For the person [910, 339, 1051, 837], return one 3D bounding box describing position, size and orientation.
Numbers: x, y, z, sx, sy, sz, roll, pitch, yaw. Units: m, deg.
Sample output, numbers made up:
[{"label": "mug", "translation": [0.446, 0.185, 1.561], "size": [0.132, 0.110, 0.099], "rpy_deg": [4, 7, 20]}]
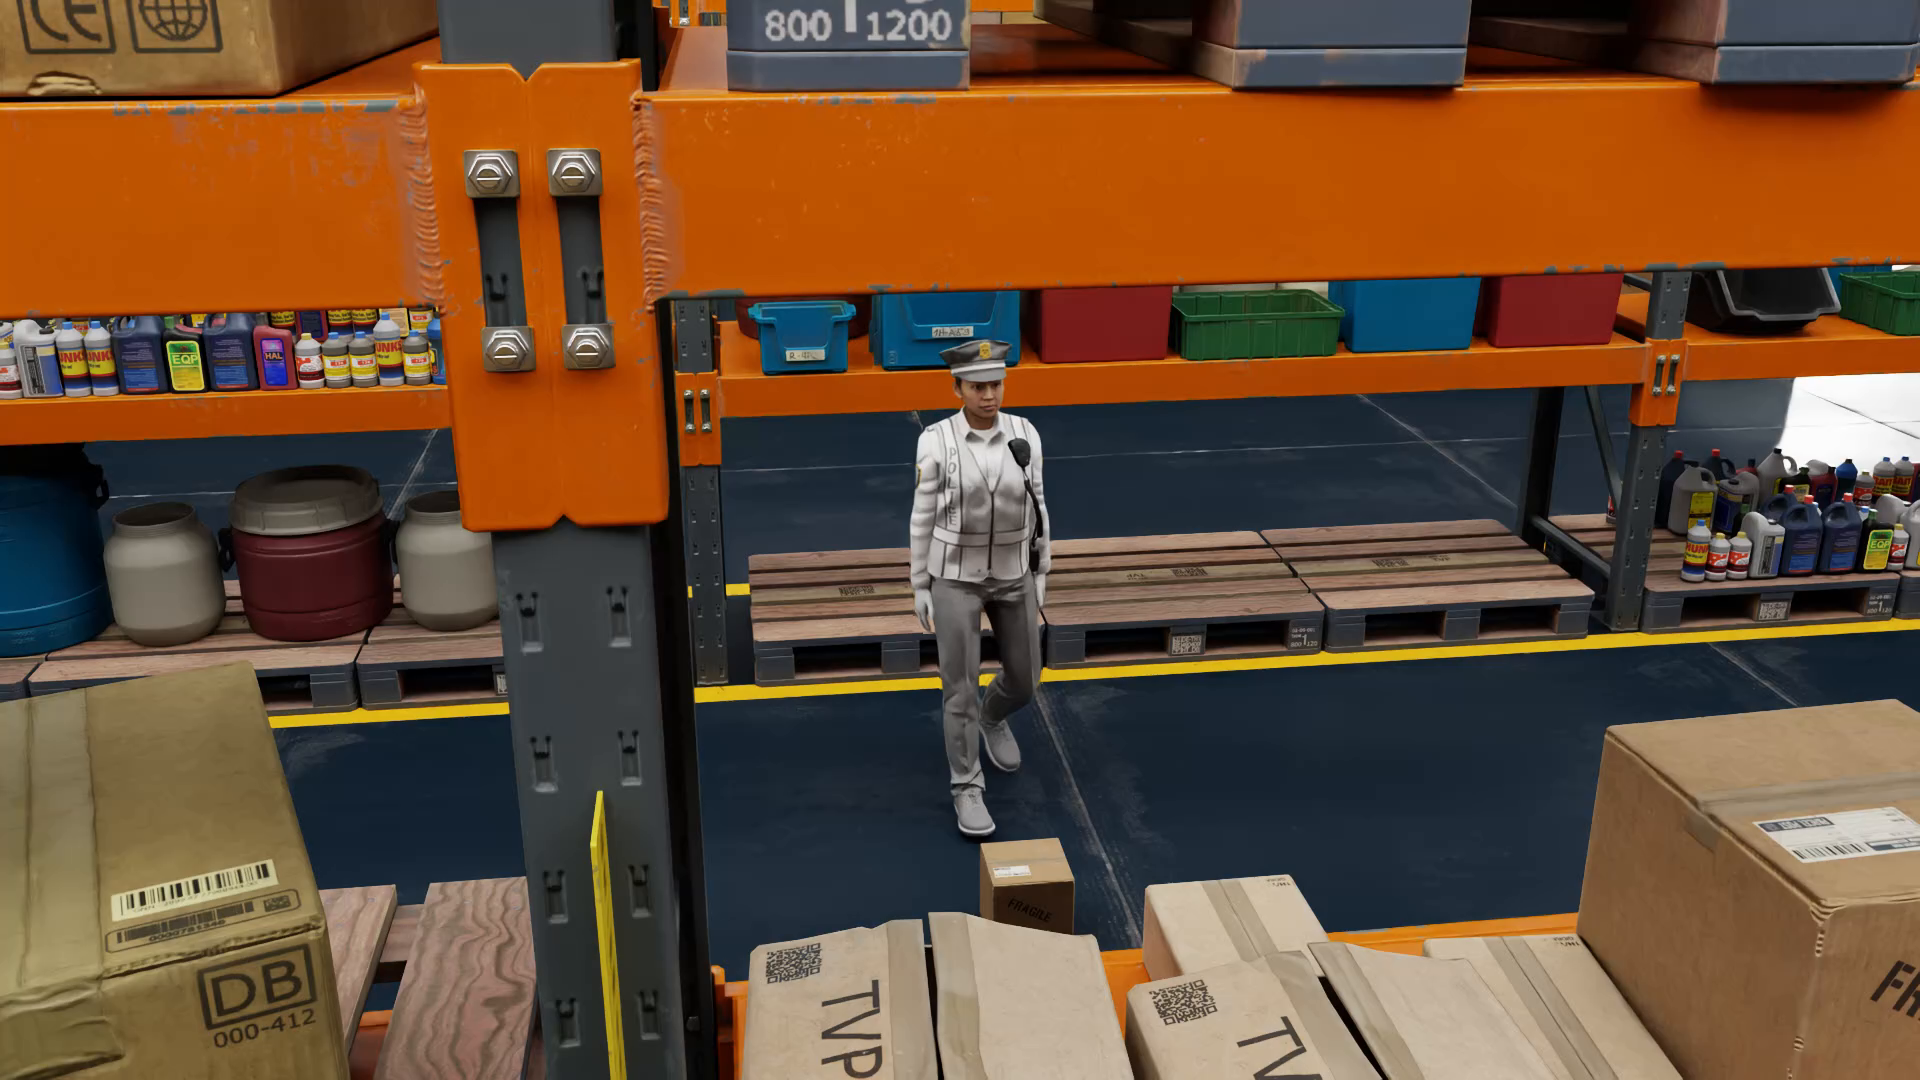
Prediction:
[{"label": "person", "translation": [0.079, 0.124, 5.666], "size": [0.497, 1.681, 0.641], "rpy_deg": [-5, 21, -13]}]
